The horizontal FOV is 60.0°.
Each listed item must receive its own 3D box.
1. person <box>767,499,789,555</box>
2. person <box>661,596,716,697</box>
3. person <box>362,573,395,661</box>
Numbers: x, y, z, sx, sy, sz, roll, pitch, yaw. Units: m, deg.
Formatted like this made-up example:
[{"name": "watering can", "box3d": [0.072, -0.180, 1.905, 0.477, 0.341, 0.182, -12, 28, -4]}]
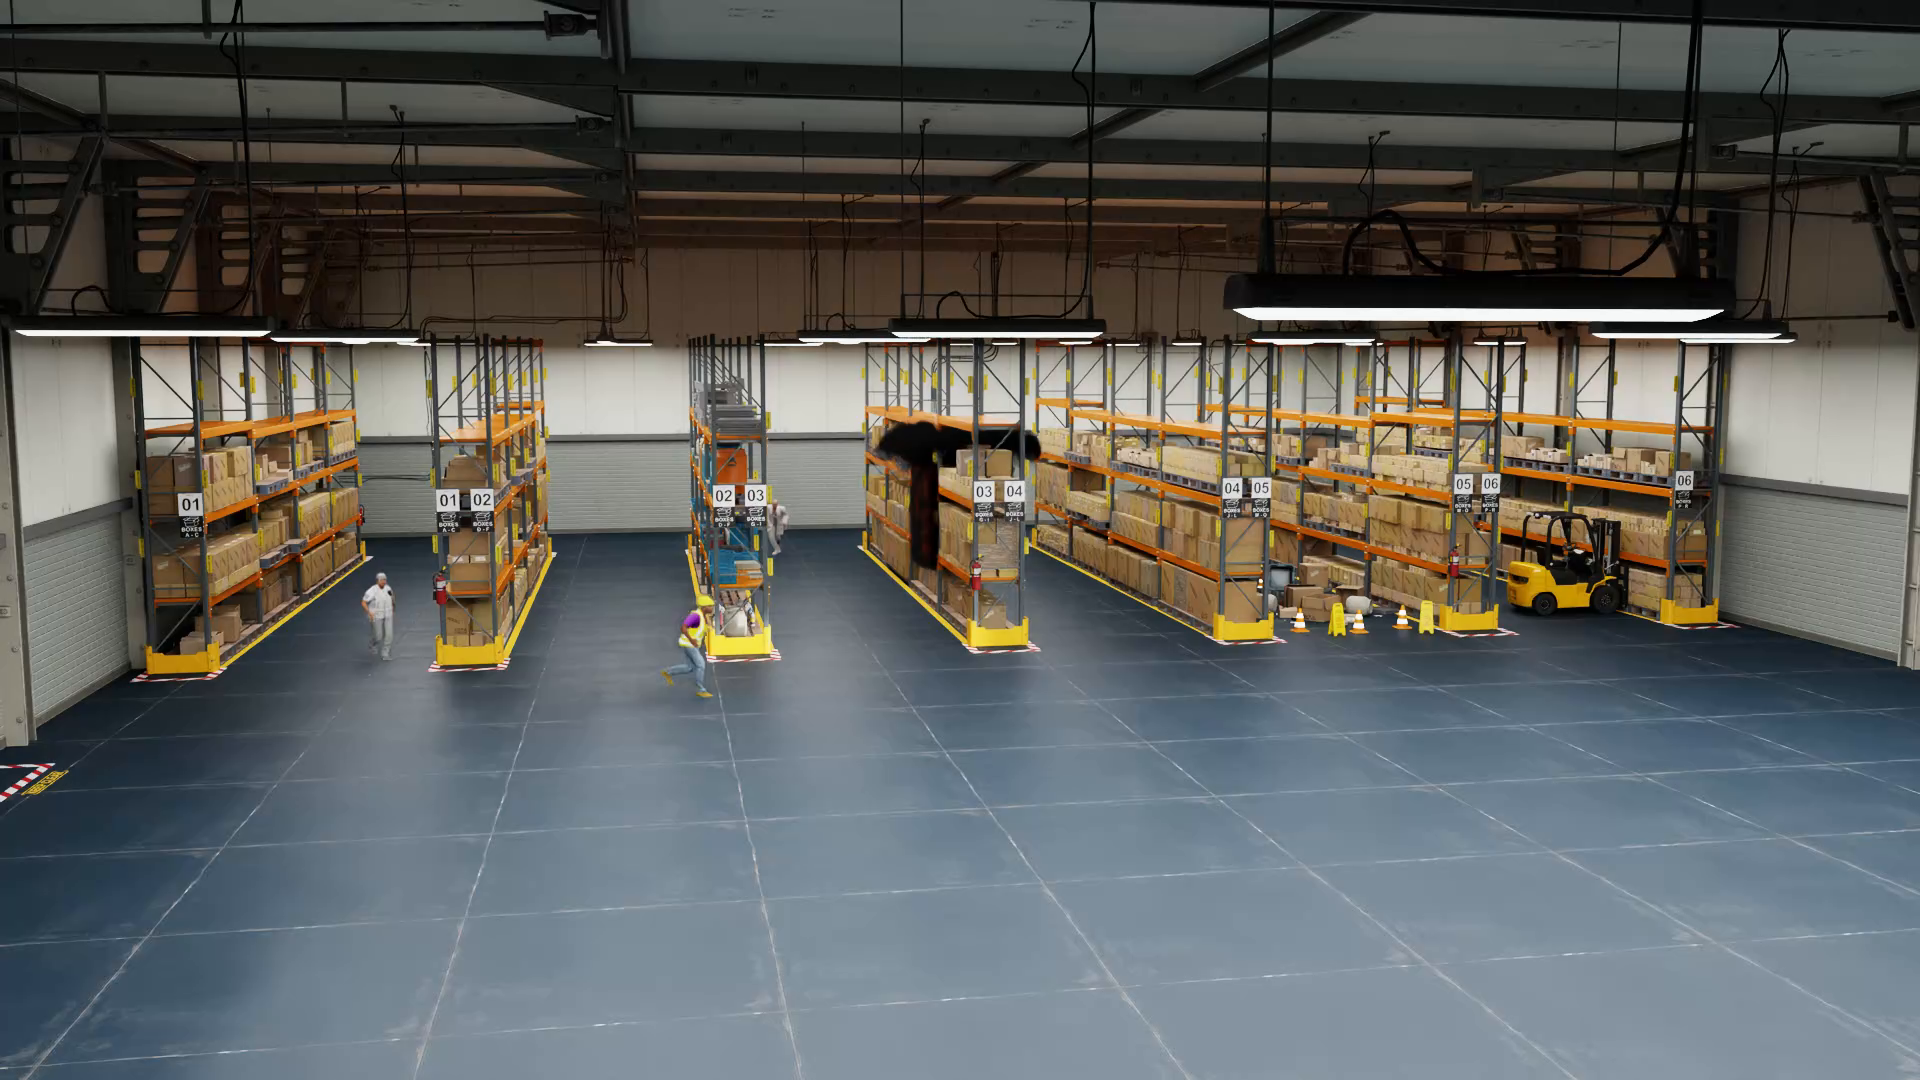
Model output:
[{"name": "person", "box3d": [-5.124, -0.386, 46.620, 0.724, 1.581, 1.006, 0, 7, 3]}, {"name": "person", "box3d": [-4.499, 1.767, 27.449, 0.979, 1.708, 0.707, 2, 7, 15]}, {"name": "person", "box3d": [-10.733, 1.412, 30.747, 0.631, 1.609, 0.697, -6, 9, -41]}]
